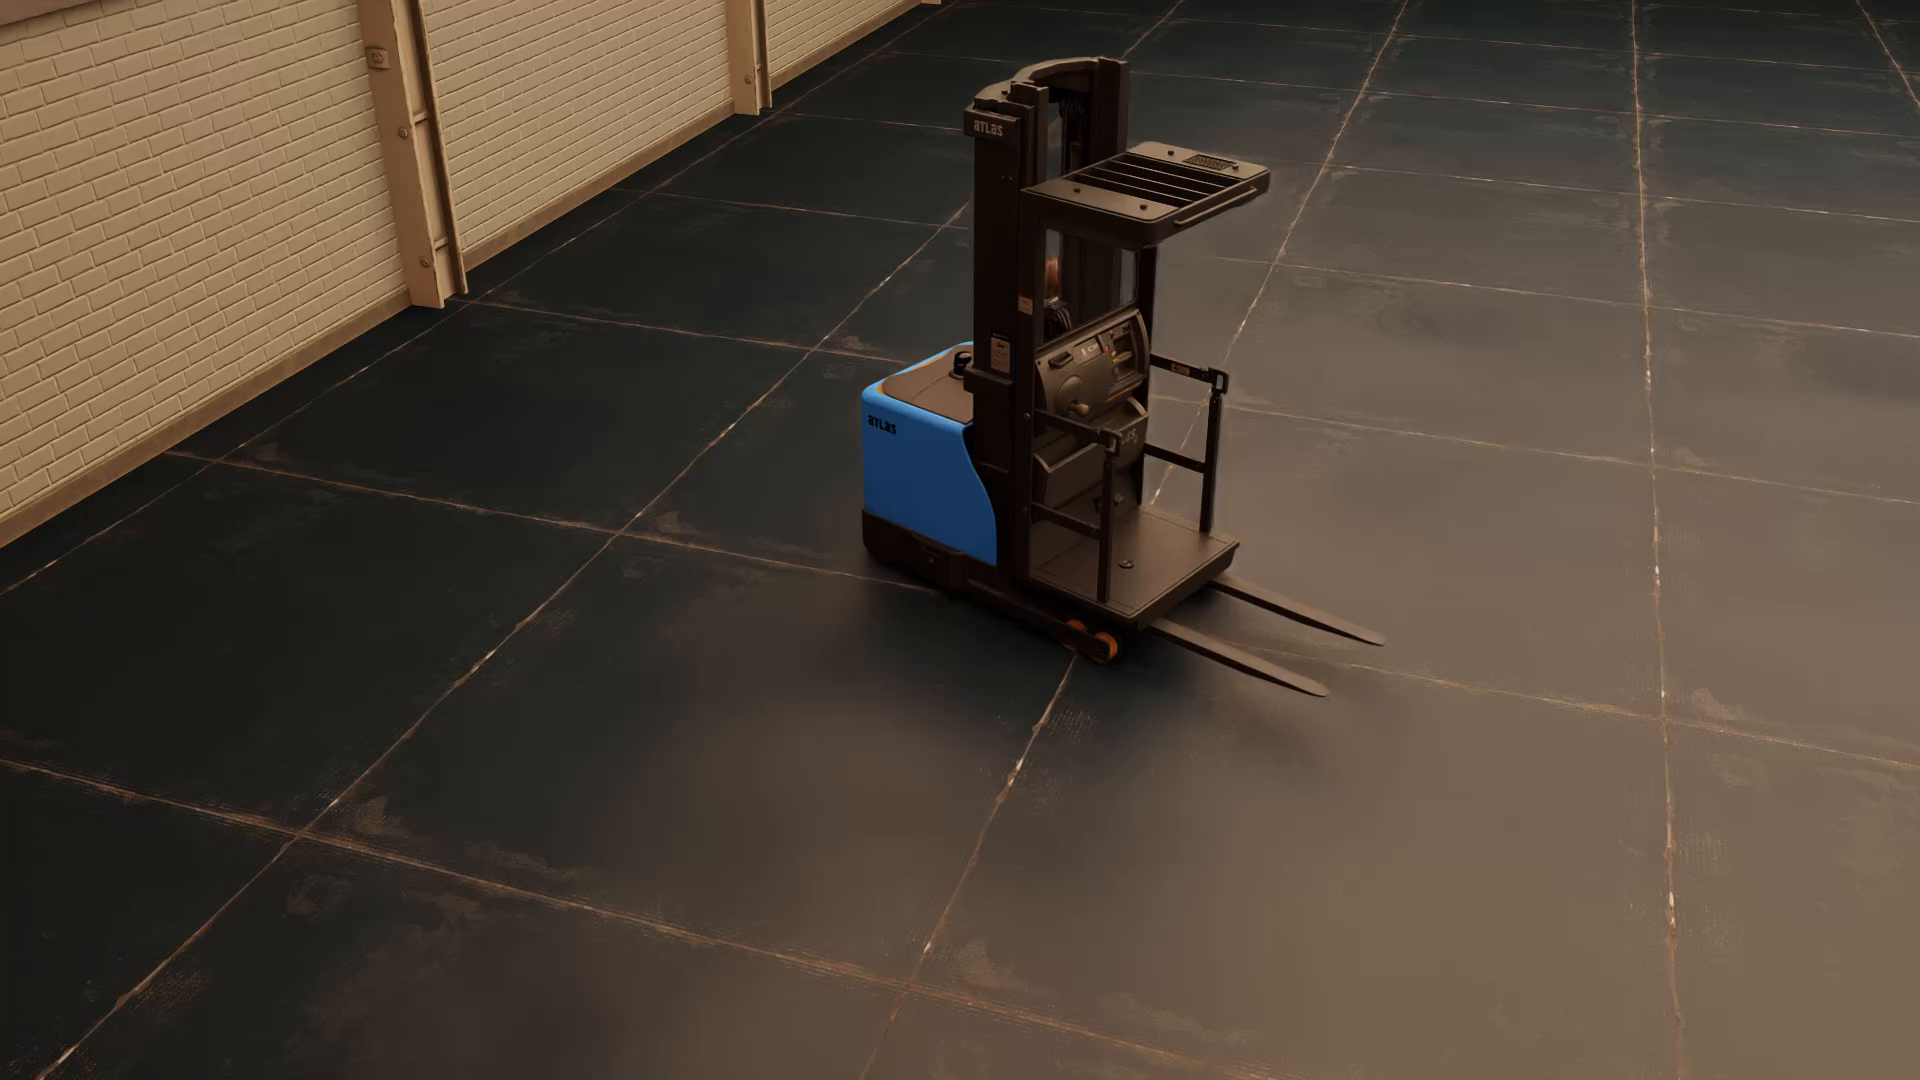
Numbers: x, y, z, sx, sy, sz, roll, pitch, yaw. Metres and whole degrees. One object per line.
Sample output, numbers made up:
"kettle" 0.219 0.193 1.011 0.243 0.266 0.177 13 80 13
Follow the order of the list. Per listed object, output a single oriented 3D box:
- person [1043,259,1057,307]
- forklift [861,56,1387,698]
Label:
"person" 0.693 -1.062 10.586 0.692 1.394 0.583 -13 32 -21
"forklift" 0.872 -0.908 8.730 3.031 2.935 1.130 23 37 34
